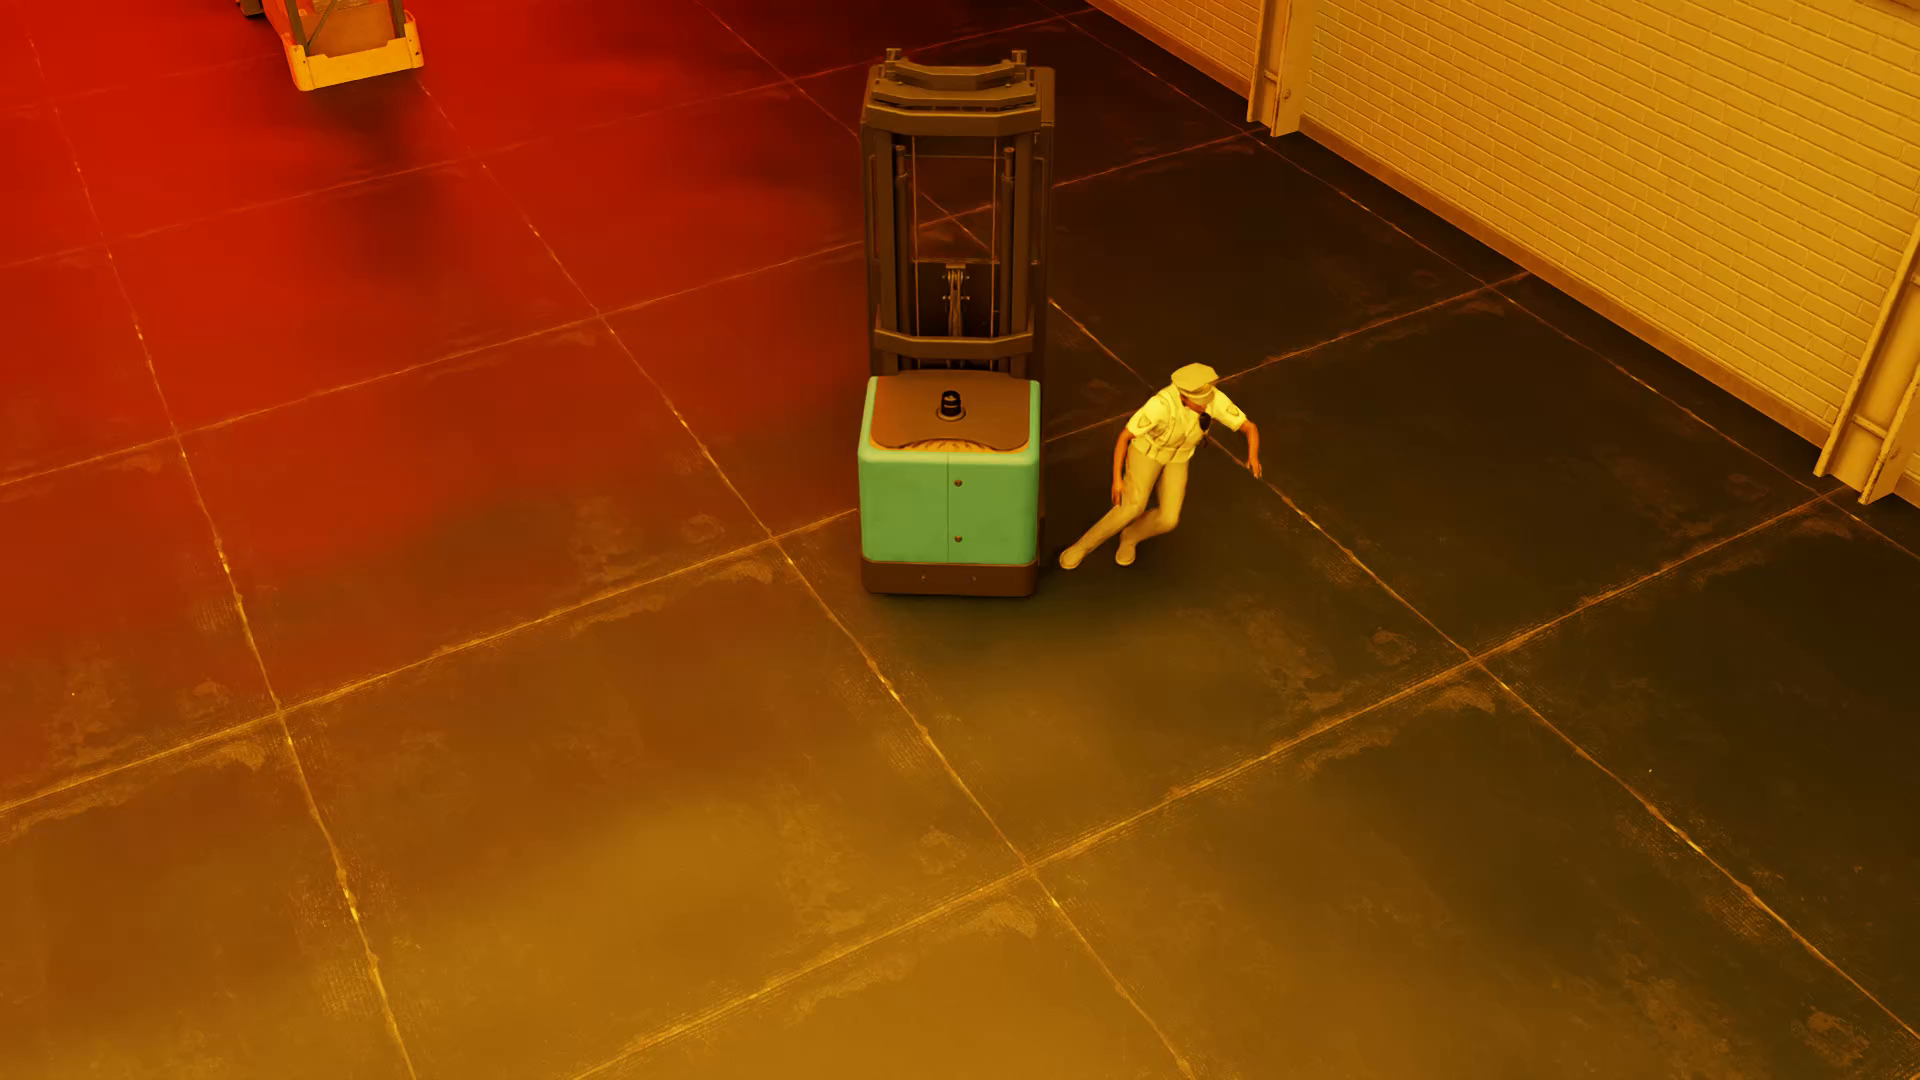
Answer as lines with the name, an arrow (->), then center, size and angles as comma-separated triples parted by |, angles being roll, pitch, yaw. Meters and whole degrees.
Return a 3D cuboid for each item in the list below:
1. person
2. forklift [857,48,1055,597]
person -> 1.155, -0.353, 9.637 | 1.095, 1.397, 0.895 | -12, 41, -14
forklift -> -0.005, -1.713, 10.102 | 1.130, 2.935, 3.031 | 2, 40, 2
